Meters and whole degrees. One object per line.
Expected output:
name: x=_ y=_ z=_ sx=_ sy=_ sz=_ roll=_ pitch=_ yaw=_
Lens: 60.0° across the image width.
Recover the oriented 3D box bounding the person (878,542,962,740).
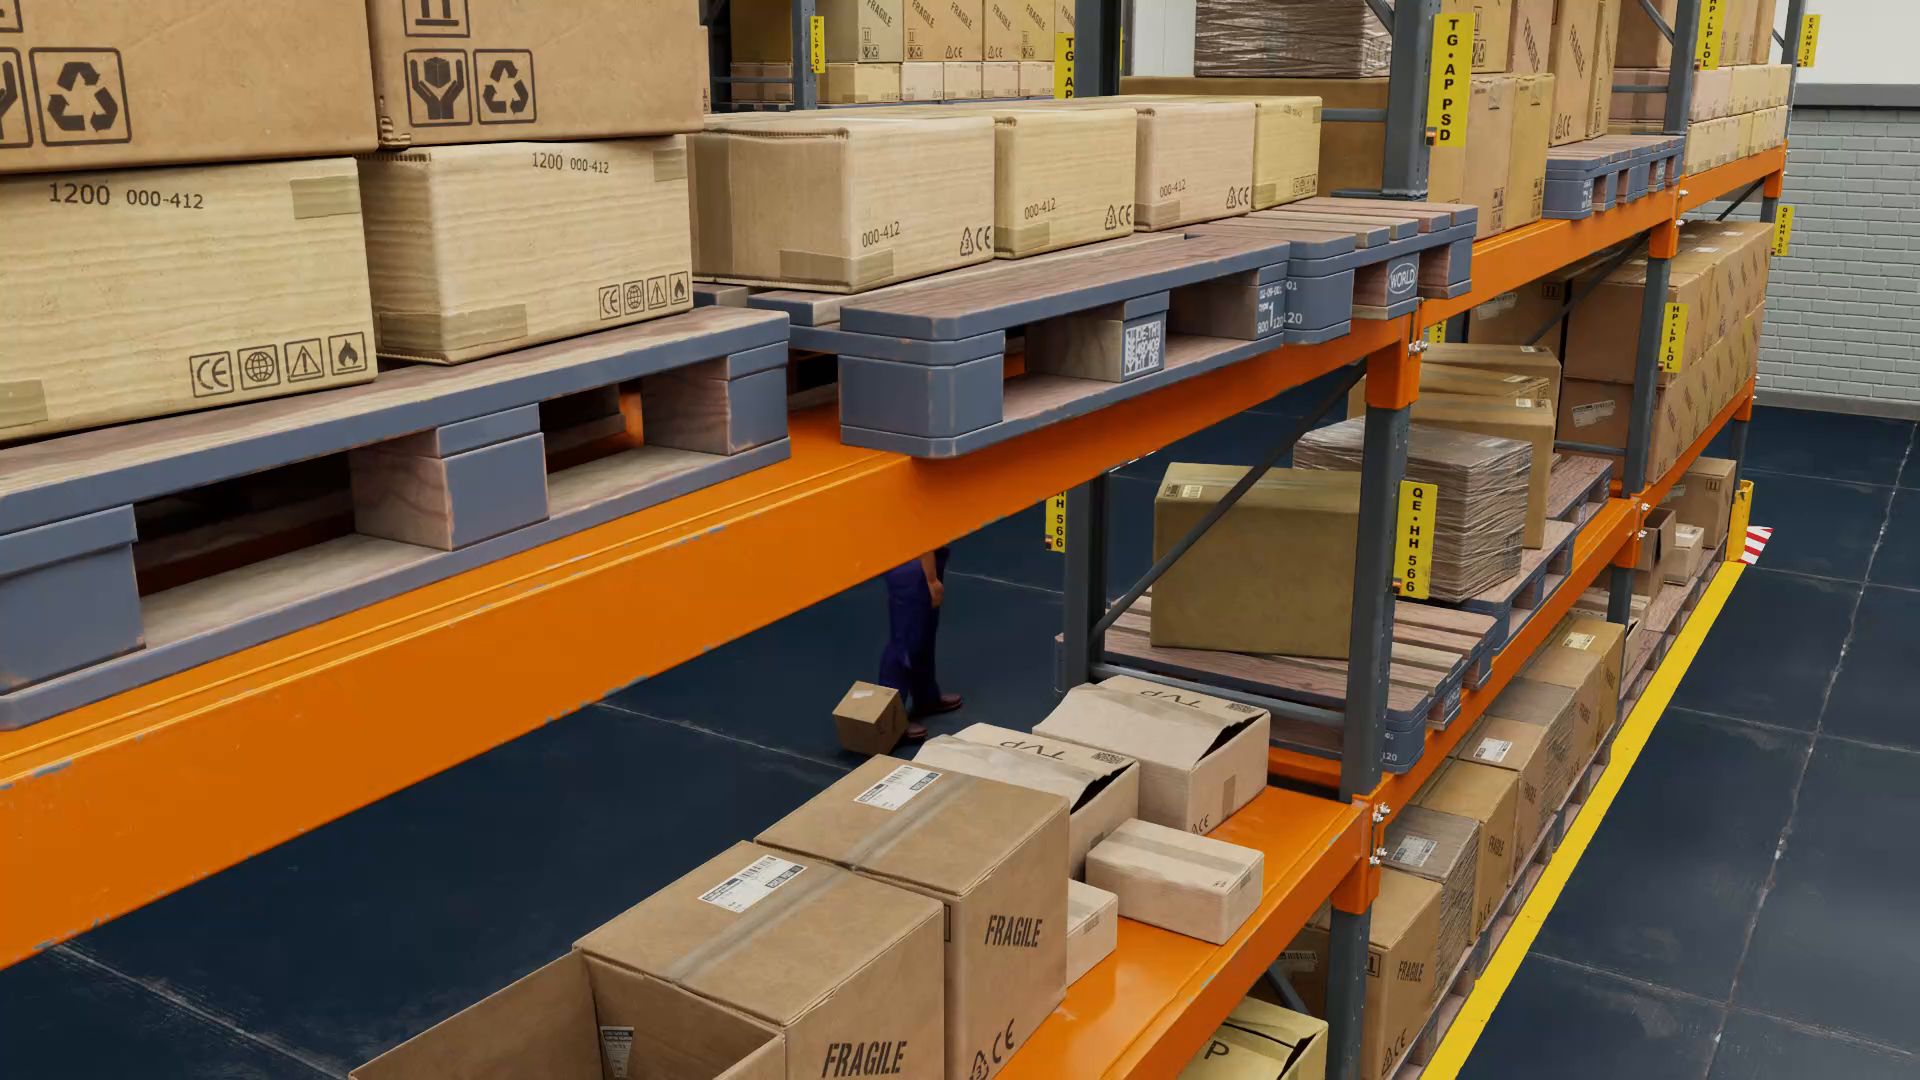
person: x=-0.207 y=0.166 z=8.462 sx=0.526 sy=1.647 sz=0.531 roll=-3 pitch=17 yaw=-11
